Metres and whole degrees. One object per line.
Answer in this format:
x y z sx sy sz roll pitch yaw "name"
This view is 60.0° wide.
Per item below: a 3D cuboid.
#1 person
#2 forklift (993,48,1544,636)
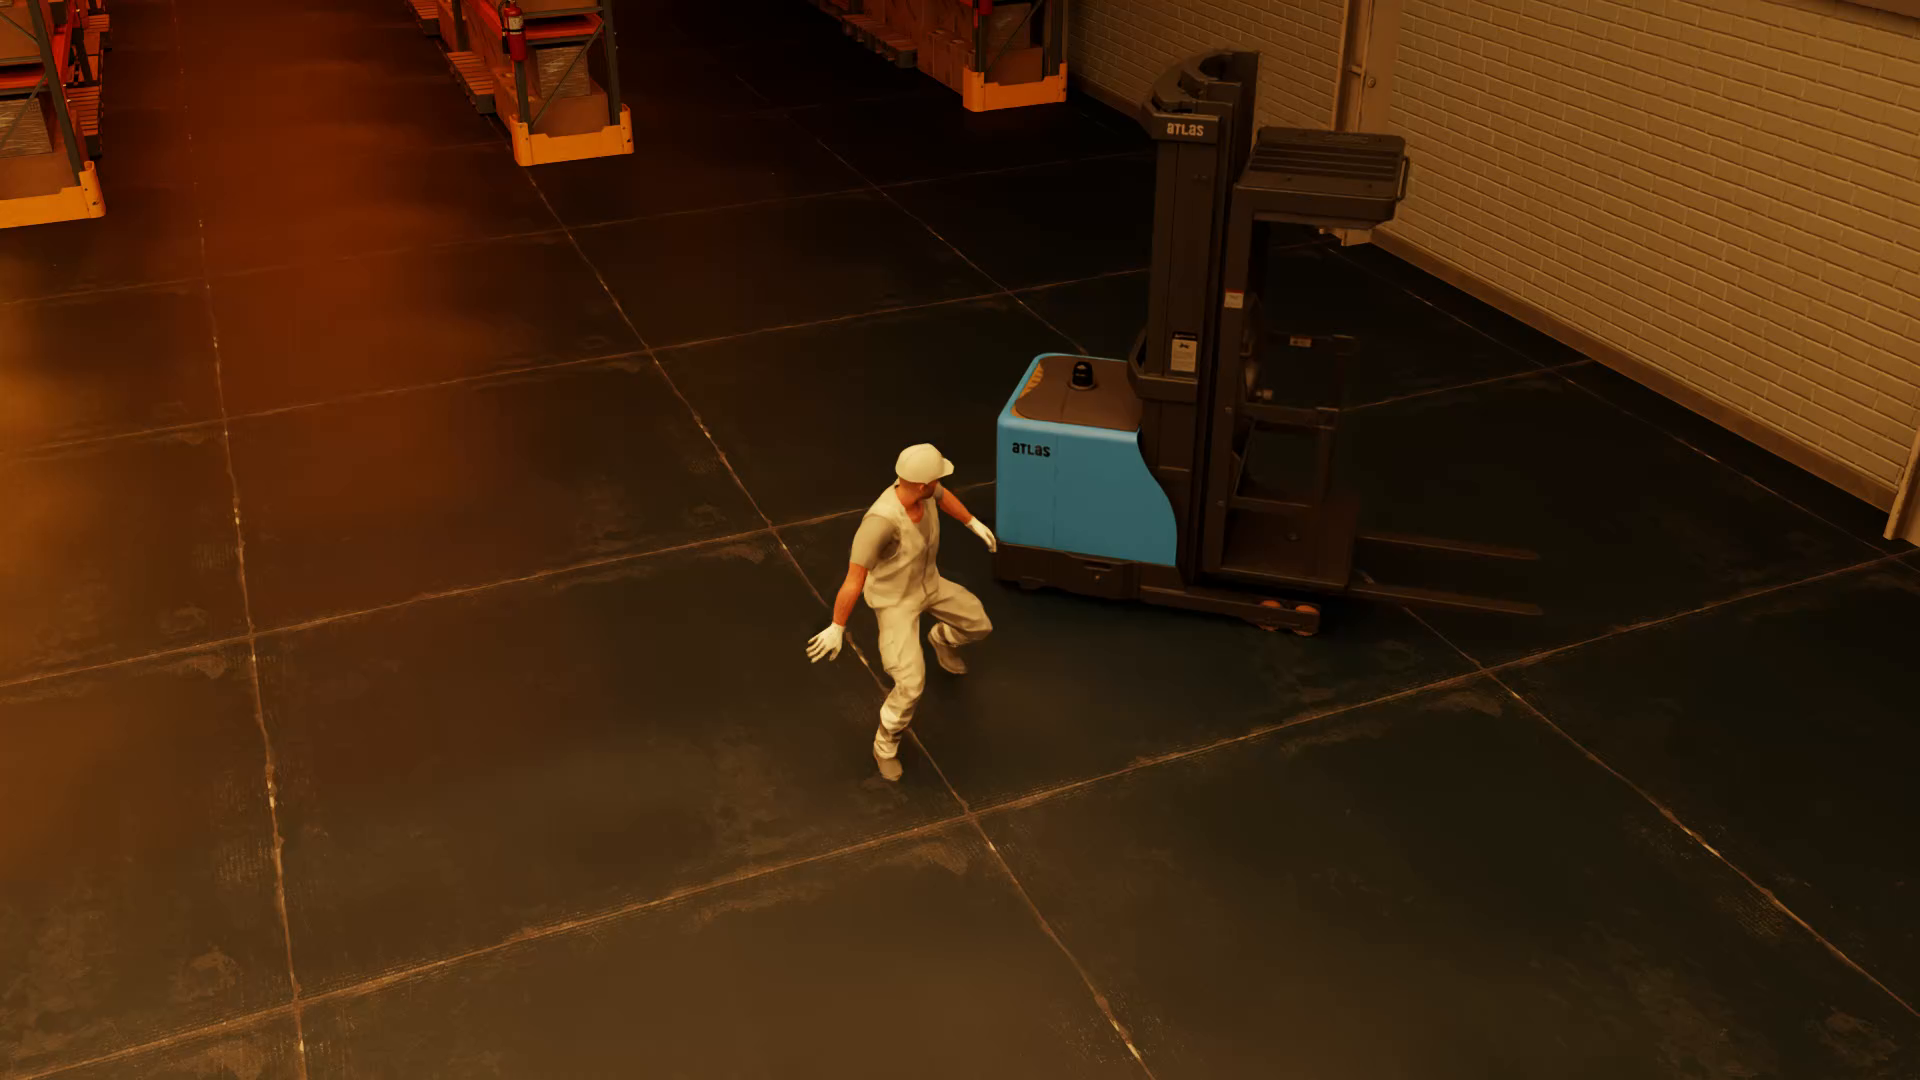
-0.261 0.289 7.994 0.510 1.663 1.189 20 35 30 "person"
1.764 -1.039 8.936 3.031 2.935 1.130 8 31 14 "forklift"
